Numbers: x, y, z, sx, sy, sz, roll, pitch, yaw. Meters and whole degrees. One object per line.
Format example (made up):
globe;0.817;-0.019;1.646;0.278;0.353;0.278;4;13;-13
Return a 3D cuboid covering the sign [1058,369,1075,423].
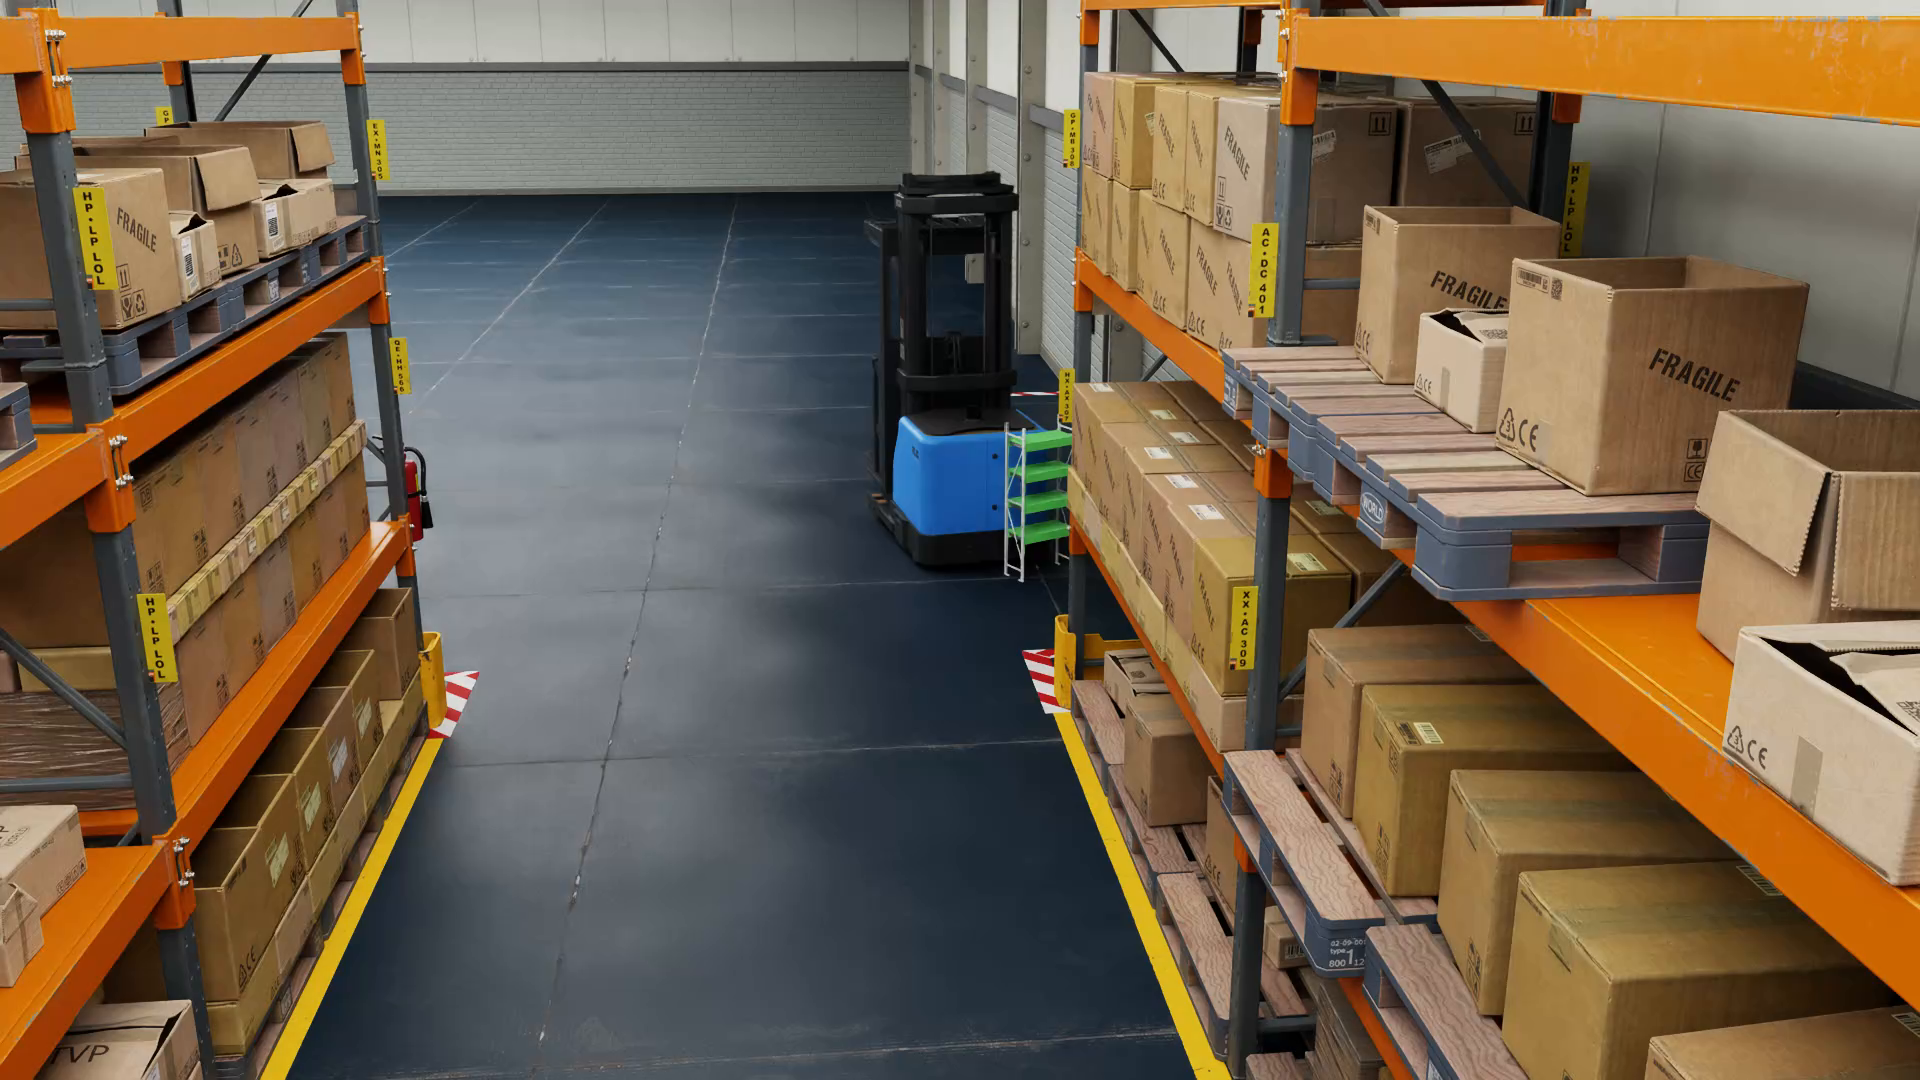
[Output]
sign;0.644;-0.866;9.981;0.100;0.325;0.005;-2;18;-6

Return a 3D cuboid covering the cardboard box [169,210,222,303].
cardboard box;-3.176;-1.098;6.374;0.500;0.311;0.500;-3;18;-9

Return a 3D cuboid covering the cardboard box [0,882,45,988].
cardboard box;-3.058;1.197;5.081;0.396;0.266;0.258;-2;18;-7

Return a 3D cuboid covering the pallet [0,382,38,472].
pallet;-3.227;-0.201;4.621;0.805;0.209;1.217;-2;18;-8

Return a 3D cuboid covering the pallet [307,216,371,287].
pallet;-3.696;-1.493;8.564;1.003;0.211;1.213;-2;18;-6

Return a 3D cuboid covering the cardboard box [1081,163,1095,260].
cardboard box;0.969;-1.850;9.355;0.500;0.500;0.500;-1;17;-4

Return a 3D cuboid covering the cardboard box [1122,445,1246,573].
cardboard box;1.087;-0.158;8.139;0.500;0.500;0.500;-1;17;-4

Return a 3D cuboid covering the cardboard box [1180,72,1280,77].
cardboard box;1.488;-2.314;9.164;0.500;0.500;0.500;-1;17;-3

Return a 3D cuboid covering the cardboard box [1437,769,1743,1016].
cardboard box;1.764;0.979;4.648;0.700;0.500;0.500;1;17;2

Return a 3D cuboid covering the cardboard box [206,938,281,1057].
cardboard box;-3.077;1.841;6.696;0.500;0.250;0.500;-2;18;-6

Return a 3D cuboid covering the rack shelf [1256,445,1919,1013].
rack shelf;1.802;0.230;4.129;1.077;0.370;4.000;-2;18;-6

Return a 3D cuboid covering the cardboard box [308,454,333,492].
cardboard box;-3.436;-0.335;8.487;0.380;0.149;0.250;-2;17;-5

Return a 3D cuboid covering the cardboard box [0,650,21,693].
cardboard box;-3.572;0.445;6.002;0.380;0.149;0.250;-2;18;-6

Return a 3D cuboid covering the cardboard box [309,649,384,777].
cardboard box;-3.274;0.887;8.483;0.500;0.500;0.500;-2;18;-6

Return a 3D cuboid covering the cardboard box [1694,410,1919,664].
cardboard box;1.967;0.035;3.344;0.797;0.503;0.637;1;17;2

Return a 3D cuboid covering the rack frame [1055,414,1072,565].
rack frame;0.823;-0.361;12.824;0.015;1.200;0.240;-11;21;-31

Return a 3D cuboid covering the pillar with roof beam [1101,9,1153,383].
pillar with roof beam;-2.785;-4.804;13.957;9.100;9.000;0.400;-2;18;-6

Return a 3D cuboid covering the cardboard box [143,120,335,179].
cardboard box;-3.688;-1.891;8.579;0.797;0.503;0.637;-1;17;-2

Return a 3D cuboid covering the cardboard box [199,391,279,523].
cardboard box;-3.538;-0.371;7.517;0.700;0.500;0.500;-2;18;-6

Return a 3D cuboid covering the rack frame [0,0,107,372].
rack frame;-3.331;-1.986;4.979;1.000;3.000;0.127;-2;18;-6

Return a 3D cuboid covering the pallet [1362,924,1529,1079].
pallet;1.764;1.417;4.476;1.003;0.211;1.213;-2;18;-6

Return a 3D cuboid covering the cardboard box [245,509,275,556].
cardboard box;-3.329;-0.028;7.509;0.380;0.149;0.250;-2;18;-6

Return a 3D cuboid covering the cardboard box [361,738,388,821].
cardboard box;-3.277;1.244;8.595;0.500;0.250;0.500;-2;18;-6

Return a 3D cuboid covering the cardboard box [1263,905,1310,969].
cardboard box;1.511;1.706;7.232;0.380;0.166;0.250;-4;18;-13

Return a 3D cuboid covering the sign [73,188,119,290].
sign;-2.792;-0.971;5.366;0.100;0.325;0.005;-2;18;-6

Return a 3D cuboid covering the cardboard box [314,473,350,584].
cardboard box;-3.649;-0.067;8.716;0.700;0.500;0.500;-1;17;-4

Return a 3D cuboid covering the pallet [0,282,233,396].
pallet;-3.445;-0.766;6.248;1.003;0.211;1.213;-2;18;-6

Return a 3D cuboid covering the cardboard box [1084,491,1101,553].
cardboard box;0.986;-0.098;9.198;0.500;0.250;0.500;-2;18;-7

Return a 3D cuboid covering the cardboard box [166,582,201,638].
cardboard box;-3.220;0.282;6.522;0.380;0.149;0.250;-2;18;-7

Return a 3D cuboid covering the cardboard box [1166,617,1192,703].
cardboard box;1.203;0.504;7.281;0.500;0.250;0.500;-2;18;-5

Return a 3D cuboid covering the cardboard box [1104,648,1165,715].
cardboard box;1.165;0.812;9.836;0.500;0.311;0.500;-4;18;-12

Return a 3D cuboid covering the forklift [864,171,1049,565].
forklift;-0.171;-1.605;13.896;1.130;2.935;3.031;-4;18;-14

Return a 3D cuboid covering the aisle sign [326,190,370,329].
aisle sign;-3.458;-1.584;9.375;0.394;0.787;0.004;-2;18;-6

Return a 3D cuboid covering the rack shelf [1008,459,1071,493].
rack shelf;0.618;-0.489;12.644;0.480;0.148;0.258;-11;21;-31

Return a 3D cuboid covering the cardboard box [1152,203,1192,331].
cardboard box;1.164;-1.224;7.359;0.500;0.500;0.500;-2;18;-8

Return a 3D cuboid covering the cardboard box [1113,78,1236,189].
cardboard box;1.047;-2.009;8.192;0.500;0.500;0.500;-1;17;-4

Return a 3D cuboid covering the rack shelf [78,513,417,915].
rack shelf;-3.537;0.624;7.883;1.077;0.370;4.000;-2;18;-6

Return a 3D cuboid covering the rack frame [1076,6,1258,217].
rack frame;1.183;-3.332;9.266;1.000;3.000;0.127;-2;18;-6

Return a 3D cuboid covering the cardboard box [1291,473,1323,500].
cardboard box;1.660;-0.023;7.707;0.500;0.500;0.500;-1;17;-4

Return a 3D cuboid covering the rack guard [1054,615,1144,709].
rack guard;1.191;0.746;10.467;1.175;0.500;0.348;-2;18;-6

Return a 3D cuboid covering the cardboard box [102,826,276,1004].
cardboard box;-3.067;1.482;6.585;0.500;0.500;0.500;-2;18;-6

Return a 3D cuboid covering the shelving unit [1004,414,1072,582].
shelving unit;0.618;-0.321;12.697;0.503;1.200;0.258;-11;21;-31

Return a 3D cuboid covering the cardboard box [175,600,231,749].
cardboard box;-3.444;0.540;6.783;0.700;0.500;0.500;-2;18;-6

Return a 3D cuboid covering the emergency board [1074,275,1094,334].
emergency board;1.280;-2.813;17.628;0.194;1.169;0.643;-2;18;-6

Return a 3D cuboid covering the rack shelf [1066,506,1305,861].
rack shelf;1.390;0.470;8.374;1.077;0.370;4.000;-2;18;-6

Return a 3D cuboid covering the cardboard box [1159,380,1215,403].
cardboard box;1.443;-0.631;9.645;0.500;0.500;0.500;-2;18;-6
